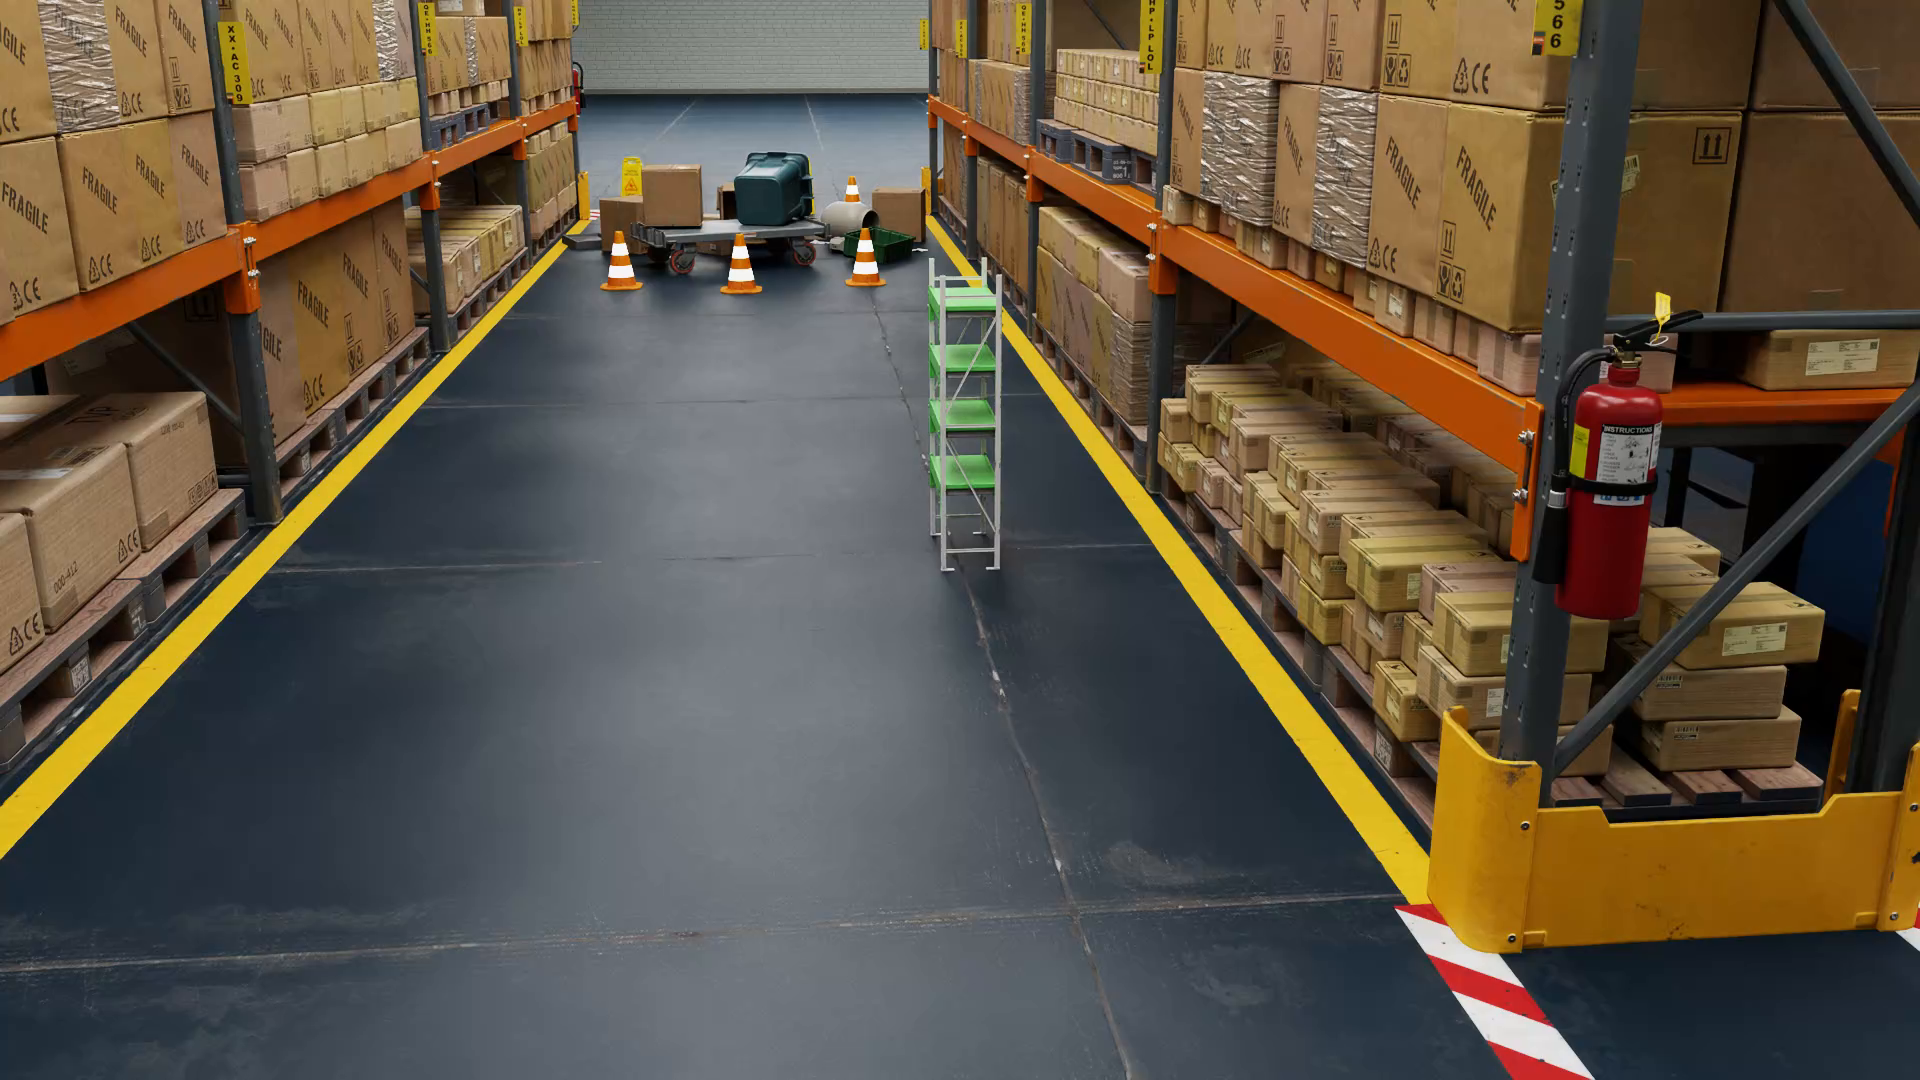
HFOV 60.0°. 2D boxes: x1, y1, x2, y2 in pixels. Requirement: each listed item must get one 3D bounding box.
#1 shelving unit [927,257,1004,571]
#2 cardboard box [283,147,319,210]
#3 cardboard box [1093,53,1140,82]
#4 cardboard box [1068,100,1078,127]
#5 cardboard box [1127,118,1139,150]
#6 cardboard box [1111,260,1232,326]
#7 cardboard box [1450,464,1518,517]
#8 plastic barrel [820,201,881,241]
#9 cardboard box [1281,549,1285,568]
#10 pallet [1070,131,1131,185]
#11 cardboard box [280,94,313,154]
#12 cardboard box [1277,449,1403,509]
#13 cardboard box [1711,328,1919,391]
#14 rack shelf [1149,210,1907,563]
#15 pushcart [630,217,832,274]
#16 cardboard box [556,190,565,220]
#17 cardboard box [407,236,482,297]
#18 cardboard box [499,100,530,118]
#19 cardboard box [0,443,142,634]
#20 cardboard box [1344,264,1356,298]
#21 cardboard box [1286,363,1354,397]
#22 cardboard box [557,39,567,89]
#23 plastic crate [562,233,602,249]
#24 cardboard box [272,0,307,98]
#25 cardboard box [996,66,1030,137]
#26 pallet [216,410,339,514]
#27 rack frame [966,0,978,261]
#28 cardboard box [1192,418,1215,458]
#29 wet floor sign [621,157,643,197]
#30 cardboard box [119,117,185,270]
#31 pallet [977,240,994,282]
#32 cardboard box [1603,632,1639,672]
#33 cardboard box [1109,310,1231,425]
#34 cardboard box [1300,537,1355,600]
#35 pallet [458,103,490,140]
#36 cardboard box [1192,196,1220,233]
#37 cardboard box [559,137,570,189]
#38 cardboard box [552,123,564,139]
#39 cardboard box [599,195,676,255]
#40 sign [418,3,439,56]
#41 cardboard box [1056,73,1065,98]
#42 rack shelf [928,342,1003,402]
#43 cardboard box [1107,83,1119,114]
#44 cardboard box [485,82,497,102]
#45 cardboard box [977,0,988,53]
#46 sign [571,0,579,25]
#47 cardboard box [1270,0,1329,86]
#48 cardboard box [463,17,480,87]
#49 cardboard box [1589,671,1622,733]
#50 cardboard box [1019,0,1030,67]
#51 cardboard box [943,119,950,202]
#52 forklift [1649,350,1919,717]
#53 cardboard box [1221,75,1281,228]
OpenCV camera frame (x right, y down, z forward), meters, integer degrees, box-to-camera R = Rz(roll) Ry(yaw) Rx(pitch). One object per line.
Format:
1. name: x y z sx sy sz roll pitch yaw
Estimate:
1. shelving unit: 0.017 -0.523 6.840 0.258 1.200 0.503 -2 18 -6
2. cardboard box: -3.363 -1.710 7.867 0.500 0.250 0.500 -2 18 -7
3. cardboard box: 0.967 -2.692 9.470 0.380 0.149 0.250 -1 17 -4
4. cardboard box: 0.877 -2.644 10.308 0.380 0.149 0.250 -1 17 -3
5. cardboard box: 1.073 -2.090 8.546 0.380 0.149 0.250 -3 18 -8
6. cardboard box: 1.060 -1.251 8.374 0.500 0.250 0.500 -2 18 -7
7. cardboard box: 1.929 -0.162 5.749 0.380 0.149 0.250 -2 17 -5
8. plastic barrel: -1.080 -3.116 16.396 0.512 0.421 0.421 11 21 32
9. cardboard box: 1.383 0.068 6.011 0.380 0.149 0.250 -1 17 -4
10. pallet: 1.220 -2.183 9.443 1.003 0.211 1.213 -2 18 -6
11. cardboard box: -3.372 -1.949 7.795 0.500 0.250 0.500 -2 17 -5
12. cardboard box: 1.353 -0.220 5.935 0.380 0.149 0.250 -2 18 -5
13. cardboard box: 2.093 -0.466 4.074 0.380 0.149 0.250 -2 18 -6
14. rack shelf: 1.594 -0.732 5.702 1.077 0.370 4.000 -2 18 -6
15. pushcart: -2.088 -2.706 15.166 1.648 0.377 0.936 -8 19 -25
16. cardboard box: -4.307 -3.409 16.918 0.500 0.250 0.500 -2 18 -8
17. cardboard box: -4.070 -2.015 12.273 0.950 0.372 0.625 -2 18 -7
18. cardboard box: -4.064 -3.856 14.870 0.380 0.149 0.250 -2 18 -6
19. cardboard box: -3.474 -0.009 5.775 0.875 0.438 0.875 -2 18 -7
20. cardboard box: 1.440 -0.835 5.247 0.380 0.149 0.250 -3 18 -8
21. cardboard box: 1.684 -0.697 7.456 0.380 0.149 0.250 -1 17 -4
22. cardboard box: -4.386 -4.951 17.275 0.500 0.500 0.500 -2 18 -6
23. plastic crate: -3.697 -2.972 16.510 0.402 0.080 0.583 -8 19 -25
24. cardboard box: -3.365 -2.304 7.671 0.500 0.500 0.500 -2 18 -6
25. cardboard box: 0.560 -3.334 12.623 0.500 0.500 0.500 -2 18 -7
26. pallet: -3.680 -0.385 8.052 1.003 0.211 1.213 -2 18 -6
27. rack frame: 0.563 -4.055 15.085 1.000 3.000 0.127 -2 18 -6
28. cardboard box: 1.222 -0.463 7.205 0.380 0.149 0.250 -2 18 -5
29. wet floor sign: -3.718 -4.030 18.936 0.267 0.644 0.232 4 18 13
30. cardboard box: -3.165 -1.253 5.992 0.500 0.500 0.500 -2 18 -7
31. pallet: 0.717 -2.497 14.778 1.003 0.211 1.213 -2 18 -6
32. cardboard box: 2.030 0.291 4.804 0.380 0.149 0.250 -2 18 -6
33. cardboard box: 1.061 -0.892 8.482 0.500 0.500 0.500 -2 18 -7
34. cardboard box: 1.341 0.081 5.472 0.380 0.149 0.250 -2 17 -5
35. pallet: -4.183 -3.177 12.609 1.003 0.211 1.213 -2 18 -6
36. cardboard box: 1.192 -1.382 6.991 0.380 0.149 0.250 -1 17 -4
37. cardboard box: -4.364 -3.924 17.305 0.500 0.500 0.500 -1 17 -4
38. cardboard box: -4.294 -4.206 17.122 0.380 0.149 0.250 -1 17 -5
39. cardboard box: -3.108 -3.042 16.026 0.500 0.500 0.500 11 21 32
40. sign: -3.386 -3.251 10.590 0.100 0.325 0.005 -2 18 -6
41. cardboard box: 0.826 -2.935 10.741 0.380 0.149 0.250 -1 17 -3
42. rack shelf: 0.017 -0.691 6.788 0.258 0.148 0.480 -2 18 -6
43. cardboard box: 1.011 -2.399 9.032 0.380 0.149 0.250 -2 18 -5
44. cardboard box: -3.921 -3.577 13.281 0.380 0.149 0.250 -2 18 -5
45. cardboard box: 0.559 -4.752 15.254 0.875 0.550 0.550 -2 18 -6
46. sign: -4.209 -5.778 18.112 0.100 0.325 0.005 -2 18 -6
47. cardboard box: 1.333 -1.738 5.372 0.500 0.500 0.500 -2 18 -8
48. cardboard box: -3.920 -3.673 12.506 0.500 0.500 0.500 -2 18 -8
49. cardboard box: 1.956 0.439 4.830 0.380 0.149 0.250 -2 18 -6
50. cardboard box: 0.830 -3.825 12.517 0.700 0.500 0.500 -2 18 -6
51. cardboard box: 0.286 -4.233 18.499 0.875 0.875 0.875 -2 18 -5
52. forklift: 3.148 -1.042 5.604 1.130 2.935 3.031 -3 18 -9
53. cardboard box: 1.263 -1.407 5.988 0.500 0.500 0.500 -2 18 -7
